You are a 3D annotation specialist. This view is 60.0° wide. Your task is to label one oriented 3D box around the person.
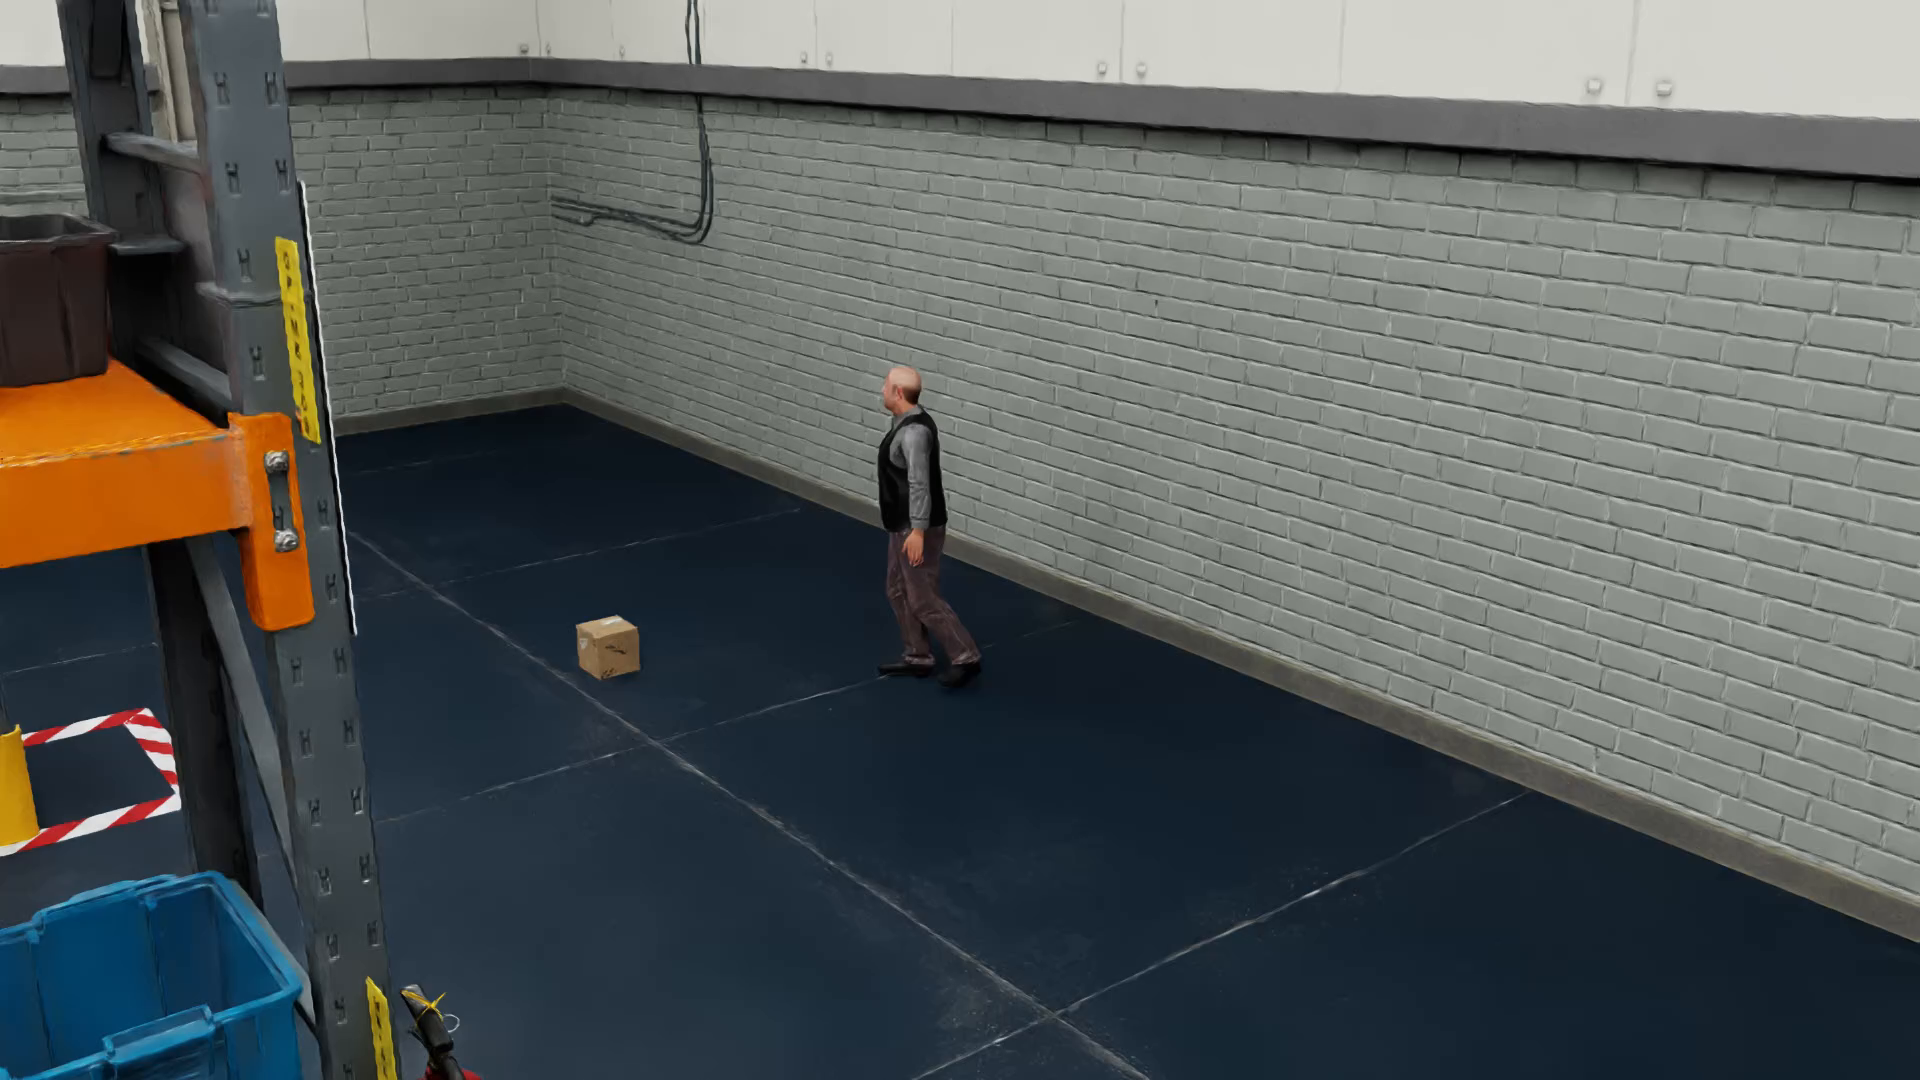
[{"bbox_3d":[-0.169,-0.072,8.824,0.557,1.709,0.567,-1,18,-3],"label":"person"}]
